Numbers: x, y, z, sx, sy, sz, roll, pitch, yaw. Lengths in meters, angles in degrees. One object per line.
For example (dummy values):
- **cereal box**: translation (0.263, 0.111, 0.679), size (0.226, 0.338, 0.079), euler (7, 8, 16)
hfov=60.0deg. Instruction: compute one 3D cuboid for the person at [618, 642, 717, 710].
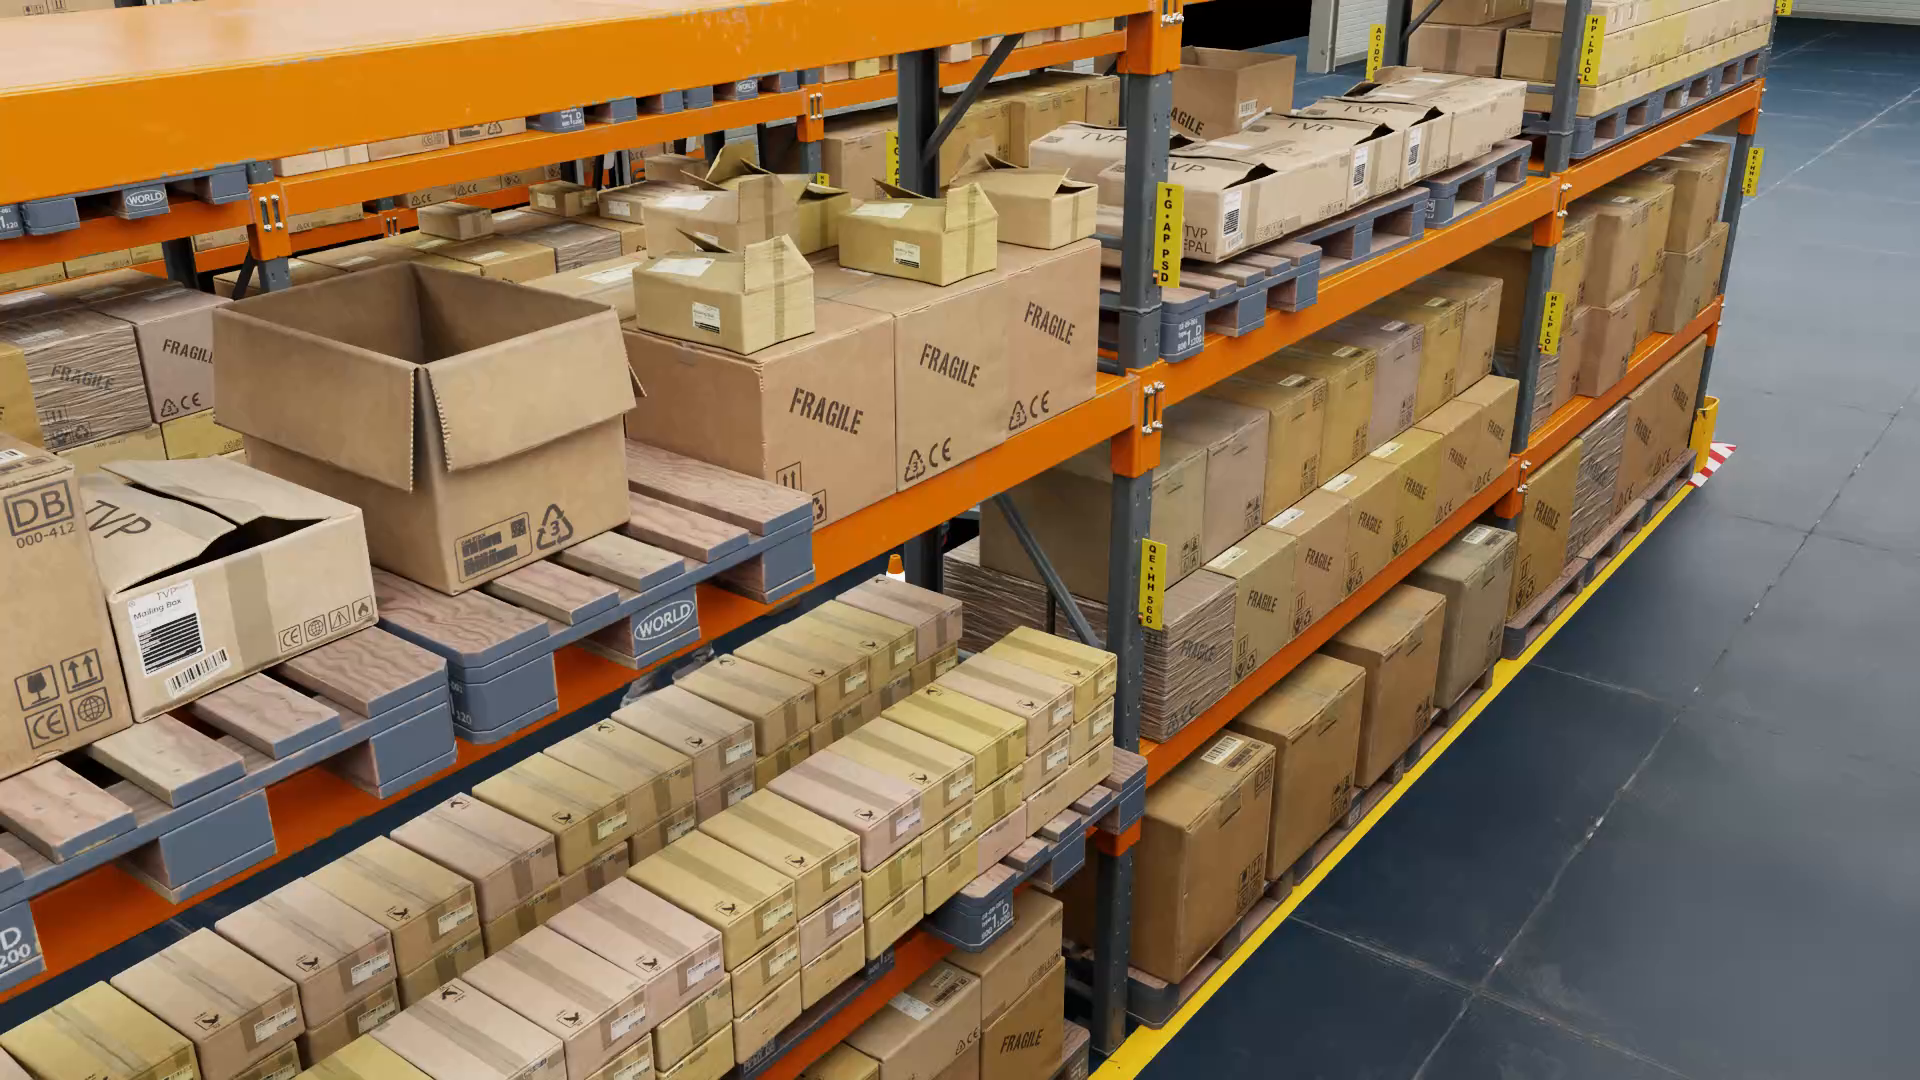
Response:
- **person**: translation (-1.649, 0.133, 8.724), size (0.482, 1.660, 0.922), euler (22, 32, 40)
